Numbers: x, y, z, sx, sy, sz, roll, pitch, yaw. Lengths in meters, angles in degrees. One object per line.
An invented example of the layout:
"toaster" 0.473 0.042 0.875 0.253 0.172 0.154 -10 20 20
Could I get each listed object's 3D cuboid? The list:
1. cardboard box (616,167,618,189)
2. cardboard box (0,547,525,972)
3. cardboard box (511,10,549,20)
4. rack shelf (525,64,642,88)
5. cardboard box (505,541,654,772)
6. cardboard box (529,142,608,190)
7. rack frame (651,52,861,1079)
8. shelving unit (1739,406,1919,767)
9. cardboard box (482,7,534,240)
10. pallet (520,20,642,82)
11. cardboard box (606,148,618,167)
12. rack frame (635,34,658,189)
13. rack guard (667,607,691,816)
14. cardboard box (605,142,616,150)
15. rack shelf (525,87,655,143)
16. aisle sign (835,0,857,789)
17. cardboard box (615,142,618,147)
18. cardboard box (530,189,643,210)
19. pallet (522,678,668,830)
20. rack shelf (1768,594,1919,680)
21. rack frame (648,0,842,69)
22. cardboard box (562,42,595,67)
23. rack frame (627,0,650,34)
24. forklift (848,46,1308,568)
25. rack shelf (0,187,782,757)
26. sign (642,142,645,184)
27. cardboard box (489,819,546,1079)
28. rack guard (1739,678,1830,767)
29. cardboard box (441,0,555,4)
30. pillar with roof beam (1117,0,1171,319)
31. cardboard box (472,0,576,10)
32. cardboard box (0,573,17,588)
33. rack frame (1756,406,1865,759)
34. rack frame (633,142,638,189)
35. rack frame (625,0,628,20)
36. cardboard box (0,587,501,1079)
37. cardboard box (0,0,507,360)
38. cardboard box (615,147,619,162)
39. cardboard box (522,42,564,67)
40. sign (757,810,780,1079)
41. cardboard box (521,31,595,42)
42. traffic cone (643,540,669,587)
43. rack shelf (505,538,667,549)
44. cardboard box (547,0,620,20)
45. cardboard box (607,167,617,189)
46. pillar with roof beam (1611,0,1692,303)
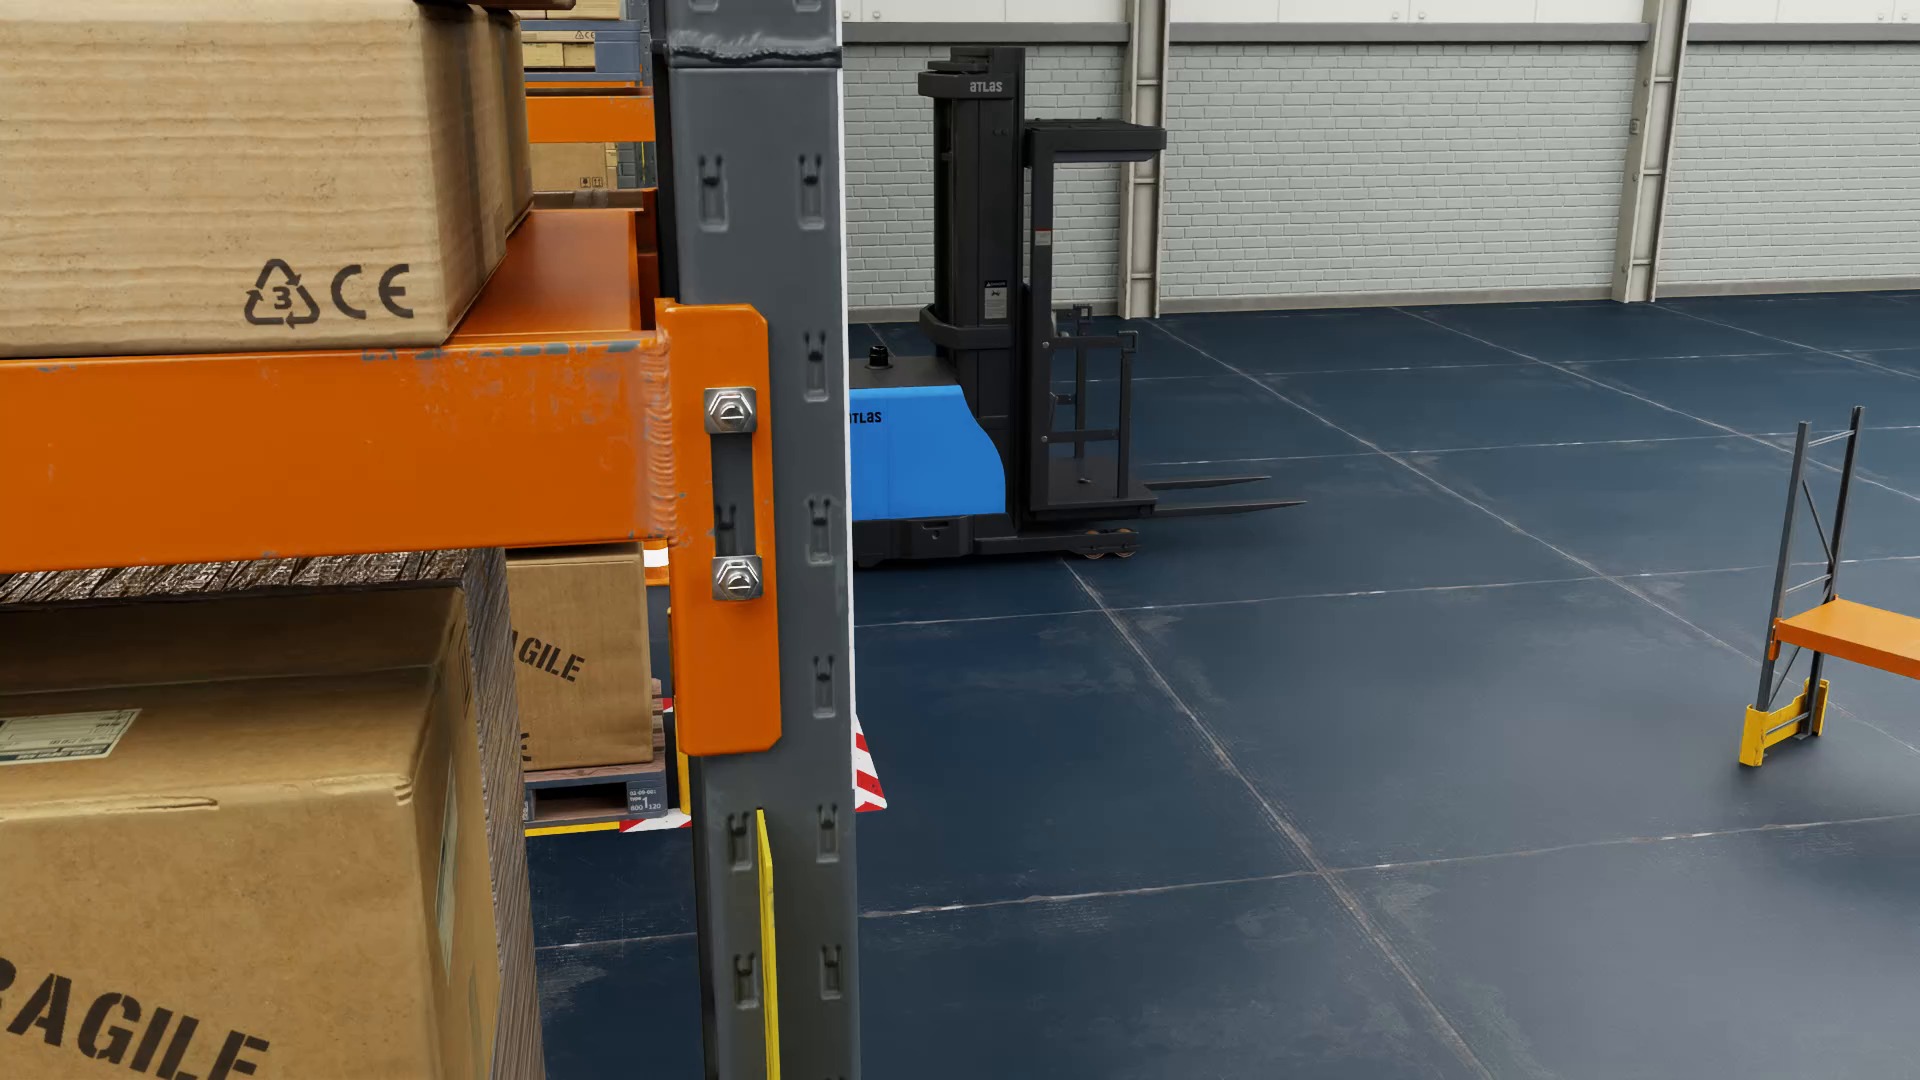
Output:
"cardboard box" -3.610 -3.448 16.260 0.500 0.500 0.500 -3 17 -9
"cardboard box" -0.837 0.224 2.095 0.500 0.500 0.500 -3 17 -10
"cardboard box" -1.597 -1.928 5.915 0.250 0.149 0.380 -3 17 -10
"rack shelf" -4.089 -2.896 10.748 4.000 0.370 1.077 -3 17 -10
"cardboard box" -1.740 0.376 6.883 0.875 0.875 0.875 -3 17 -10
"cardboard box" -2.585 -2.494 10.943 0.500 0.500 0.700 -4 17 -12
"rack frame" -0.245 0.939 2.144 0.127 3.000 1.000 -3 17 -10
"shelving unit" 3.924 0.313 6.738 0.587 1.500 1.083 -13 21 -36
"cardboard box" -0.767 -0.470 1.881 0.500 0.250 0.500 -3 17 -9
"pallet" -1.813 -1.843 6.246 1.213 0.211 1.003 -3 17 -10
"cardboard box" -3.358 -3.606 15.668 0.250 0.149 0.380 -3 17 -10
"rack frame" -2.125 -1.917 11.445 0.127 3.000 1.000 -3 17 -10
"rack guard" -1.063 0.698 7.189 0.348 0.500 1.175 -3 17 -10
"cardboard box" -3.382 -3.767 15.687 0.250 0.149 0.380 -3 17 -10
"rack shelf" -3.051 -1.475 6.120 4.000 0.370 1.077 -3 17 -10
"aisle sign" -0.128 -0.220 1.492 0.004 0.787 0.394 -3 17 -10
"cardboard box" -3.441 -3.891 16.090 0.250 0.149 0.380 -4 17 -12
"cardboard box" -1.459 -1.074 6.606 0.550 0.550 0.875 -3 17 -10
"pallet" -1.857 0.904 7.009 1.213 0.211 1.003 -3 17 -10
"rack shelf" 3.929 0.487 6.784 0.538 0.185 1.000 -13 21 -36
"rack frame" -0.245 -1.928 1.263 0.127 3.000 1.000 -3 17 -10
"cardboard box" -2.423 -3.131 10.715 0.250 0.149 0.380 -3 17 -10
"rack frame" -2.125 -4.785 10.565 0.127 3.000 1.000 -3 17 -10
"forklift" 0.612 -1.436 9.996 3.031 2.935 1.130 -3 17 -11
"rack shelf" -2.209 -0.039 1.447 4.000 0.370 1.077 -3 17 -10
"sign" -2.040 -2.461 10.704 0.005 0.325 0.100 -3 17 -10
"cardboard box" -0.791 0.772 2.012 0.500 0.500 0.875 -3 17 -10
"rack guard" 3.621 0.795 7.299 0.587 0.250 0.087 -13 21 -36
"cardboard box" -0.459 -0.508 1.324 0.250 0.149 0.380 -3 17 -10
"pillar with roof beam" 2.783 -5.530 12.990 0.400 9.000 9.100 -3 17 -10
"cardboard box" -0.560 -0.665 1.834 0.250 0.149 0.380 -3 17 -11
"cardboard box" -1.329 0.249 2.011 0.500 0.500 0.500 -3 17 -10
"rack frame" 3.620 0.197 7.117 0.500 1.500 0.032 -13 21 -36
"rack frame" -3.071 -3.348 16.104 0.127 3.000 1.000 -3 17 -10
"rack frame" -3.071 -6.216 15.223 0.127 3.000 1.000 -3 17 -10
"cardboard box" -0.738 0.373 1.607 0.500 0.500 0.500 -3 17 -10
"cardboard box" -0.670 -0.323 1.400 0.500 0.250 0.500 -3 17 -9
"cardboard box" -3.453 -3.762 16.176 0.250 0.149 0.380 -4 17 -12
"cardboard box" -2.661 -3.107 10.639 0.250 0.149 0.380 -3 17 -10
"sign" -0.160 0.396 1.403 0.005 0.325 0.100 -3 17 -10
"cardboard box" -2.577 -3.316 10.638 0.500 0.250 0.500 -3 17 -11
"traffic cone" -1.758 -0.008 9.549 0.334 0.463 0.336 -3 17 -10
"rack shelf" -3.051 -0.041 6.561 4.000 0.370 1.077 -3 17 -10
"cardboard box" -1.349 -1.942 5.960 0.250 0.149 0.380 -3 17 -11
"cardboard box" -3.504 -3.293 15.753 0.500 0.500 0.500 -4 17 -12
"pillar with roof beam" 8.674 -5.864 14.078 0.400 9.000 9.100 -3 17 -10
